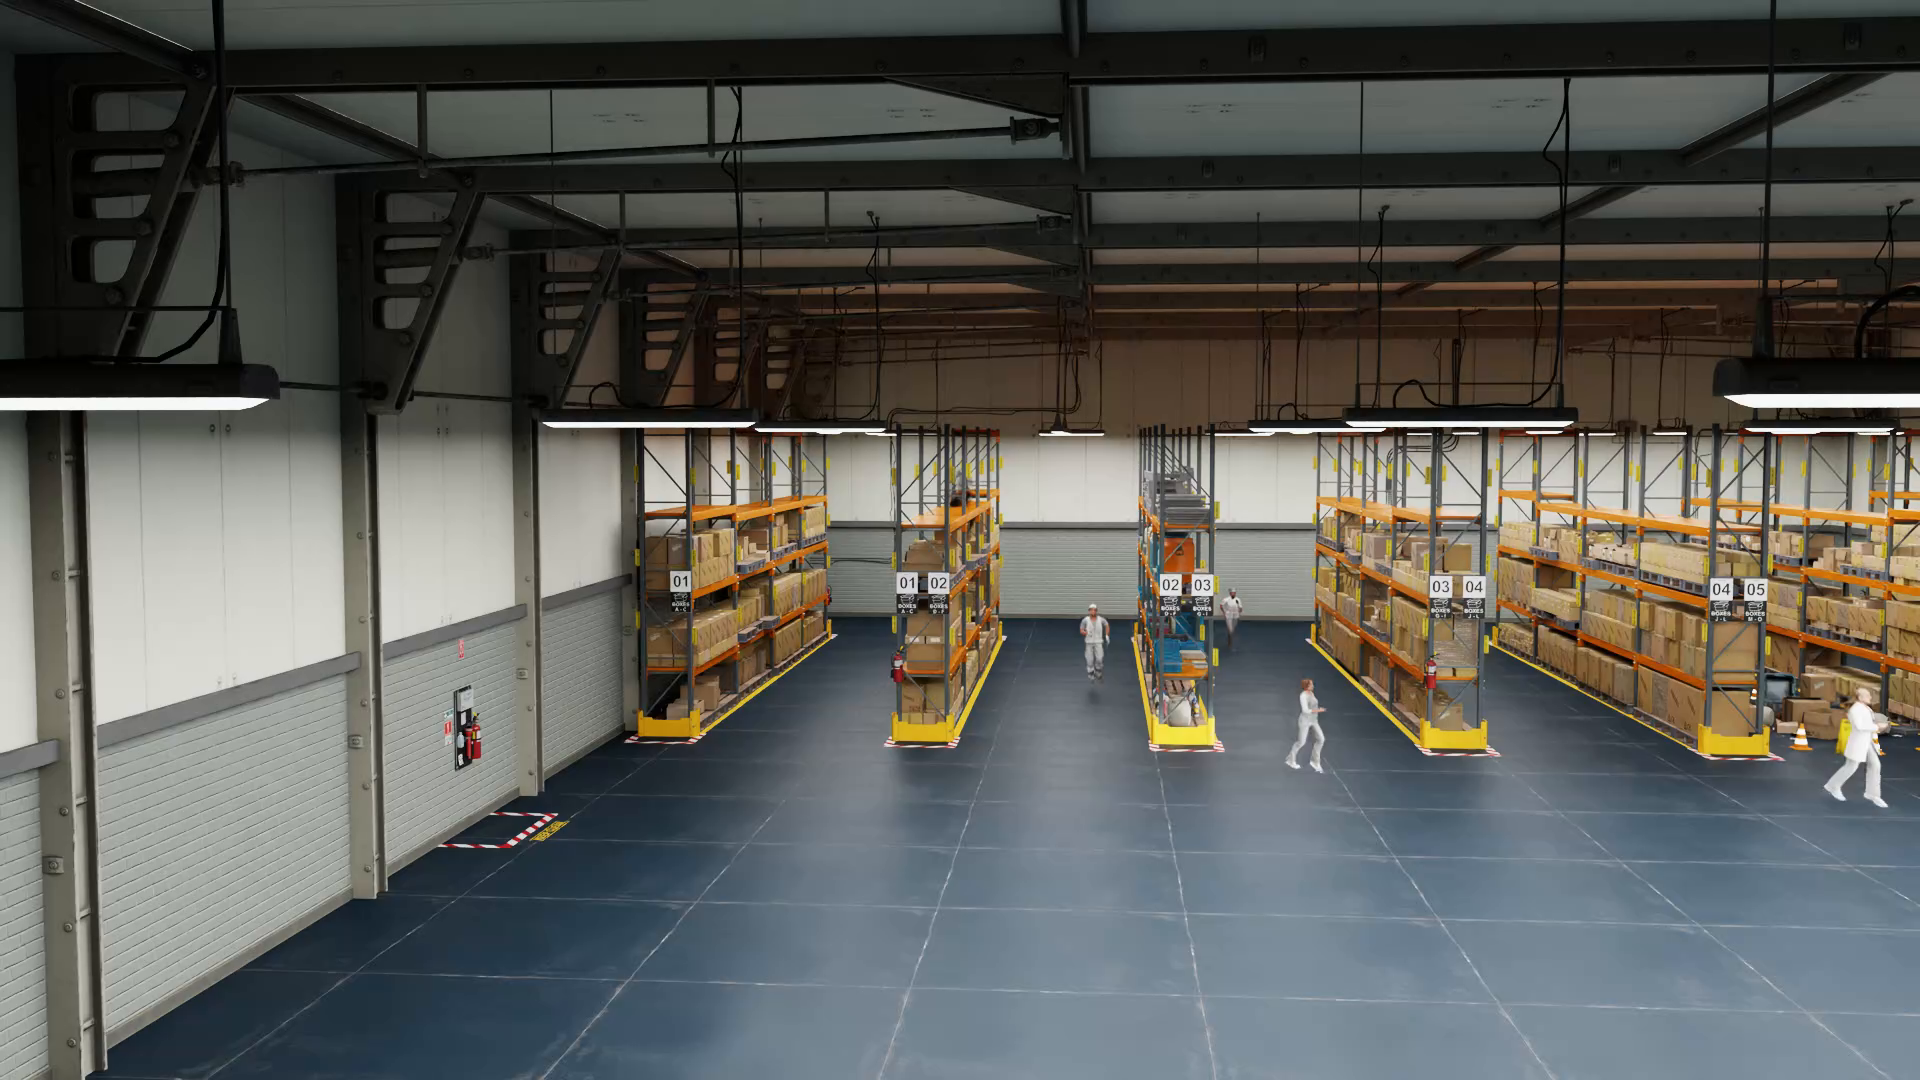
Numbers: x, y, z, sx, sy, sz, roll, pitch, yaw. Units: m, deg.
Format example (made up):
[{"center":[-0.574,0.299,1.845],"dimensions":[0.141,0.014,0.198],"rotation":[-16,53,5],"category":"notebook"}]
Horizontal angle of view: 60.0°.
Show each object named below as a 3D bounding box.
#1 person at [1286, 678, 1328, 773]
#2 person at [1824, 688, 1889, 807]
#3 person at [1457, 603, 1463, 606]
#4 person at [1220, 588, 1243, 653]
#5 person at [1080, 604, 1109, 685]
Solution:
[{"center":[5.975,3.182,28.547],"dimensions":[0.727,1.635,0.507],"rotation":[3,5,40],"category":"person"},{"center":[14.059,3.236,26.058],"dimensions":[0.705,1.846,0.898],"rotation":[-3,5,-42],"category":"person"},{"center":[13.577,2.120,45.403],"dimensions":[0.693,1.699,0.892],"rotation":[1,4,11],"category":"person"},{"center":[7.350,2.149,44.893],"dimensions":[0.569,1.729,0.844],"rotation":[-1,4,-11],"category":"person"},{"center":[2.979,2.317,36.759],"dimensions":[0.657,1.791,0.653],"rotation":[0,3,3],"category":"person"}]
